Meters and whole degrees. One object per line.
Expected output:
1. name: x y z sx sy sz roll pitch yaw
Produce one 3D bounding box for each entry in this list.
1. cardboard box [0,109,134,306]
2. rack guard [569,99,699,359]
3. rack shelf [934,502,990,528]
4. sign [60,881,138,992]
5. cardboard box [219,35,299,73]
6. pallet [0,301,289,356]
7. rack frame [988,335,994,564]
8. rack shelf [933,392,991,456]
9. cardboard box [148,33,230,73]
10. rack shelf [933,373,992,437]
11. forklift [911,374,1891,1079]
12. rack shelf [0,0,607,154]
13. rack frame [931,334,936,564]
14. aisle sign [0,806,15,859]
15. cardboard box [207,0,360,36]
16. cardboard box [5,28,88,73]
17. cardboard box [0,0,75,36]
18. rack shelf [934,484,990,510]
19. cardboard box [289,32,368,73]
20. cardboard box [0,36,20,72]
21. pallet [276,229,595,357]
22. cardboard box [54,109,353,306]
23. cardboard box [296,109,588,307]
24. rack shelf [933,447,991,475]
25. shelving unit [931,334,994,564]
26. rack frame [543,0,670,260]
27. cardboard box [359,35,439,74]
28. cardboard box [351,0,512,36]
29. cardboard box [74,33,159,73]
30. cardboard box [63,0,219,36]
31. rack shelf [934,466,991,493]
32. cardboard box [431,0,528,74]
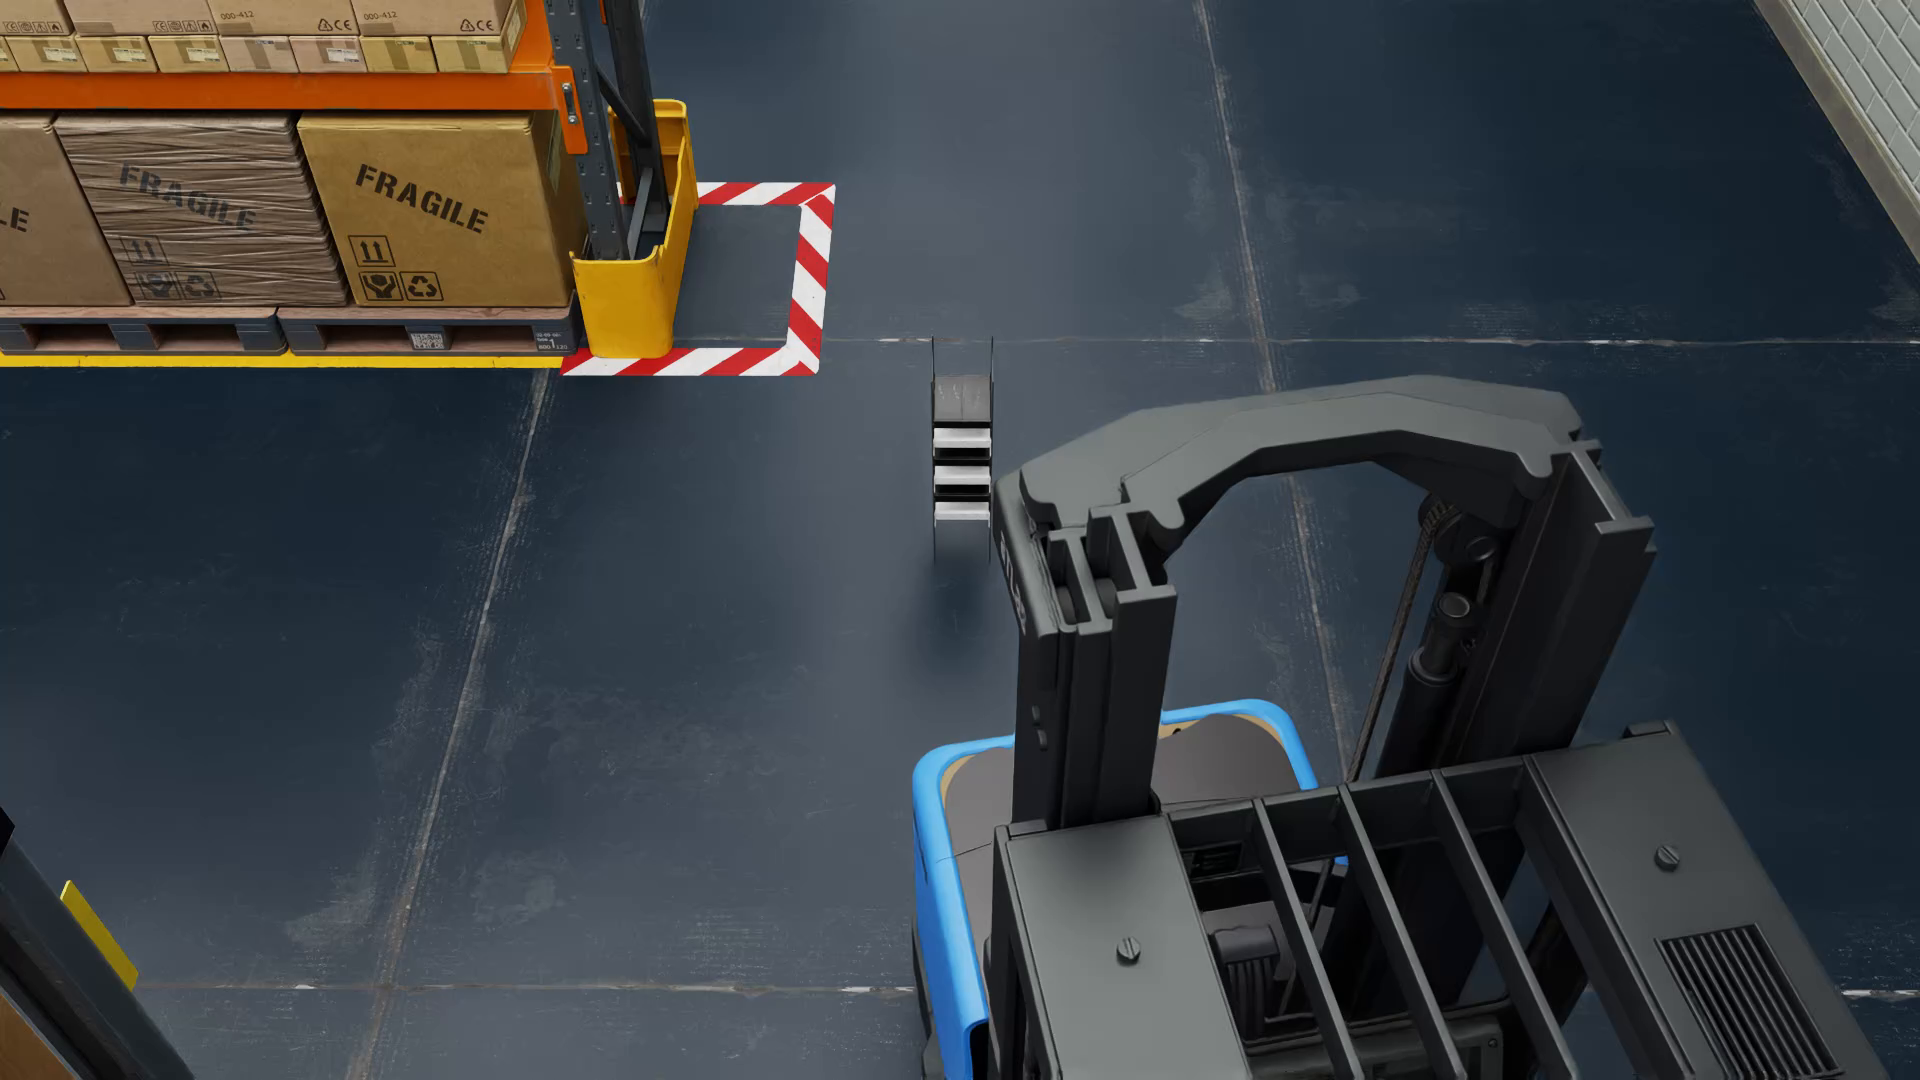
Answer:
1. cardboard box: -3.848 -1.577 6.833 0.875 0.875 0.875 0 47 0
2. rack guard: -1.384 -1.358 7.172 0.348 0.500 1.175 0 47 0
3. rack shelf: 0.008 -0.161 6.077 0.200 0.077 0.258 0 47 0
4. sign: -1.525 0.729 2.931 0.005 0.325 0.100 0 47 0
5. cardboard box: -2.527 -1.886 6.128 0.250 0.149 0.380 1 47 1
6. pallet: -3.424 -1.210 7.232 1.213 0.211 1.003 0 47 0
7. rack frame: 0.110 -0.306 5.920 0.006 0.900 0.240 0 47 0
8. rack shelf: 0.008 -0.406 5.813 0.200 0.077 0.258 0 47 0
9. cardboard box: -2.786 -1.886 6.128 0.250 0.149 0.380 -1 47 -1
10. rack shelf: 0.008 -0.468 5.747 0.200 0.077 0.258 0 47 0
11. forklift: 0.639 1.270 3.066 1.130 2.935 3.031 -8 48 -7
12. rack shelf: -3.408 -1.970 6.526 4.000 0.370 1.077 0 47 0
13. rack frame: -0.094 -0.307 5.921 0.006 0.900 0.240 0 47 0
14. aisle sign: -1.453 0.316 2.131 0.004 0.787 0.394 0 47 0
15. cardboard box: -2.400 -2.069 6.026 0.500 0.250 0.500 -1 47 -1
16. cardboard box: -3.294 -1.888 6.130 0.250 0.149 0.380 1 47 1
17. cardboard box: -3.430 -2.068 6.025 0.500 0.250 0.500 0 47 0
18. rack shelf: 0.008 -0.223 6.011 0.200 0.077 0.258 0 47 0
19. cardboard box: -2.277 -1.885 6.127 0.250 0.149 0.380 0 47 0
20. cardboard box: -3.554 -1.888 6.129 0.250 0.149 0.380 -1 47 -1
21. pallet: -2.207 -1.204 7.227 1.213 0.211 1.003 0 47 0
22. cardboard box: -2.958 -1.574 6.831 0.875 0.875 0.875 0 47 0
23. cardboard box: -2.048 -1.572 6.829 0.875 0.875 0.875 0 47 0
24. rack shelf: 0.008 -0.345 5.879 0.200 0.077 0.258 0 47 0
25. shelving unit: 0.008 -0.307 5.921 0.210 0.900 0.258 0 47 0
26. rack frame: -1.408 -2.210 6.257 0.127 3.000 1.000 0 47 0
27. cardboard box: -2.025 -1.883 6.125 0.250 0.149 0.380 1 47 1
28. cardboard box: -1.893 -2.067 6.024 0.500 0.250 0.500 -1 47 0
29. cardboard box: -3.046 -1.886 6.128 0.250 0.149 0.380 0 47 0
30. cardboard box: -2.909 -2.070 6.027 0.500 0.250 0.500 -1 47 -1
31. rack shelf: 0.008 -0.284 5.945 0.200 0.077 0.258 0 47 0
32. cardboard box: -1.765 -1.884 6.126 0.250 0.149 0.380 1 47 1
